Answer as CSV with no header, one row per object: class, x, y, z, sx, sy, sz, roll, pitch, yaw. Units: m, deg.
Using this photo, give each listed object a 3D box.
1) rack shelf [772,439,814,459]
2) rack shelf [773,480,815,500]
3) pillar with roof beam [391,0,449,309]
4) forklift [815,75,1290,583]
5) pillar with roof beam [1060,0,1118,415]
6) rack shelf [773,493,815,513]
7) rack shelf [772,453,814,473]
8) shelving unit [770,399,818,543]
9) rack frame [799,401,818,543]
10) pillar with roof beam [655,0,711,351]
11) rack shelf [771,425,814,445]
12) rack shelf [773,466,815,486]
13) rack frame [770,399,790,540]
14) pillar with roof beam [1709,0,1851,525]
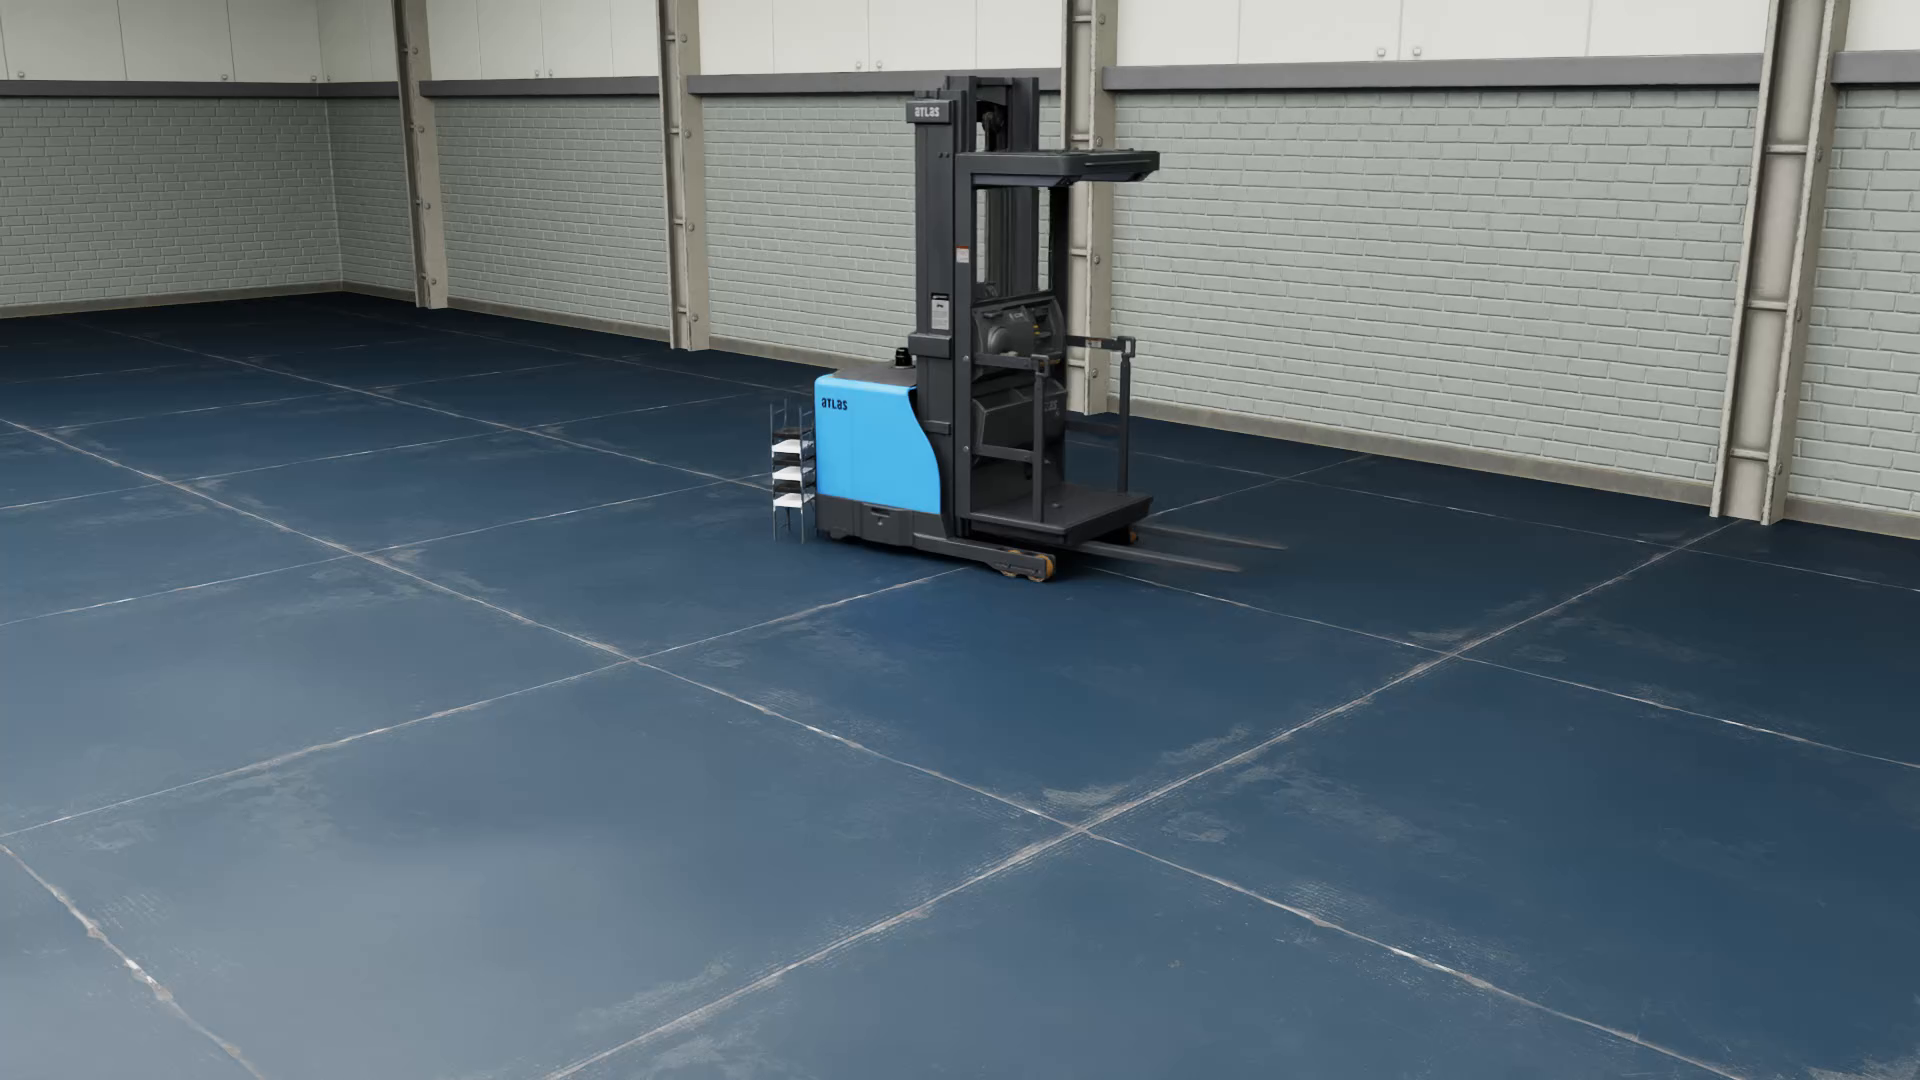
rack shelf,-1.084,-0.596,10.853,0.200,0.077,0.258,5,15,18
rack shelf,-1.084,-0.335,10.921,0.200,0.077,0.258,5,15,18
pillar with roof beam,-10.480,-6.885,19.509,0.400,9.000,9.100,14,20,42
forklift,0.539,-1.315,10.166,3.031,2.935,1.130,10,18,34
pillar with roof beam,-1.842,-4.785,11.448,0.400,9.000,9.100,14,20,42
rack shelf,-1.084,-0.248,10.943,0.200,0.077,0.258,5,15,18
rack shelf,-1.084,-0.509,10.875,0.200,0.077,0.258,5,15,18
shelving unit,-1.084,-0.454,10.890,0.210,0.900,0.258,5,15,18
rack frame,-0.987,-0.446,10.859,0.006,0.900,0.240,5,15,18
pillar with roof beam,-6.161,-5.835,15.478,0.400,9.000,9.100,14,20,42
rack shelf,-1.084,-0.683,10.830,0.200,0.077,0.258,5,15,18
rack shelf,-1.084,-0.422,10.898,0.200,0.077,0.258,5,15,18
rack frame,-1.180,-0.462,10.920,0.006,0.900,0.240,5,15,18
pillar with roof beam,2.478,-3.735,7.418,0.400,9.000,9.100,14,20,42
